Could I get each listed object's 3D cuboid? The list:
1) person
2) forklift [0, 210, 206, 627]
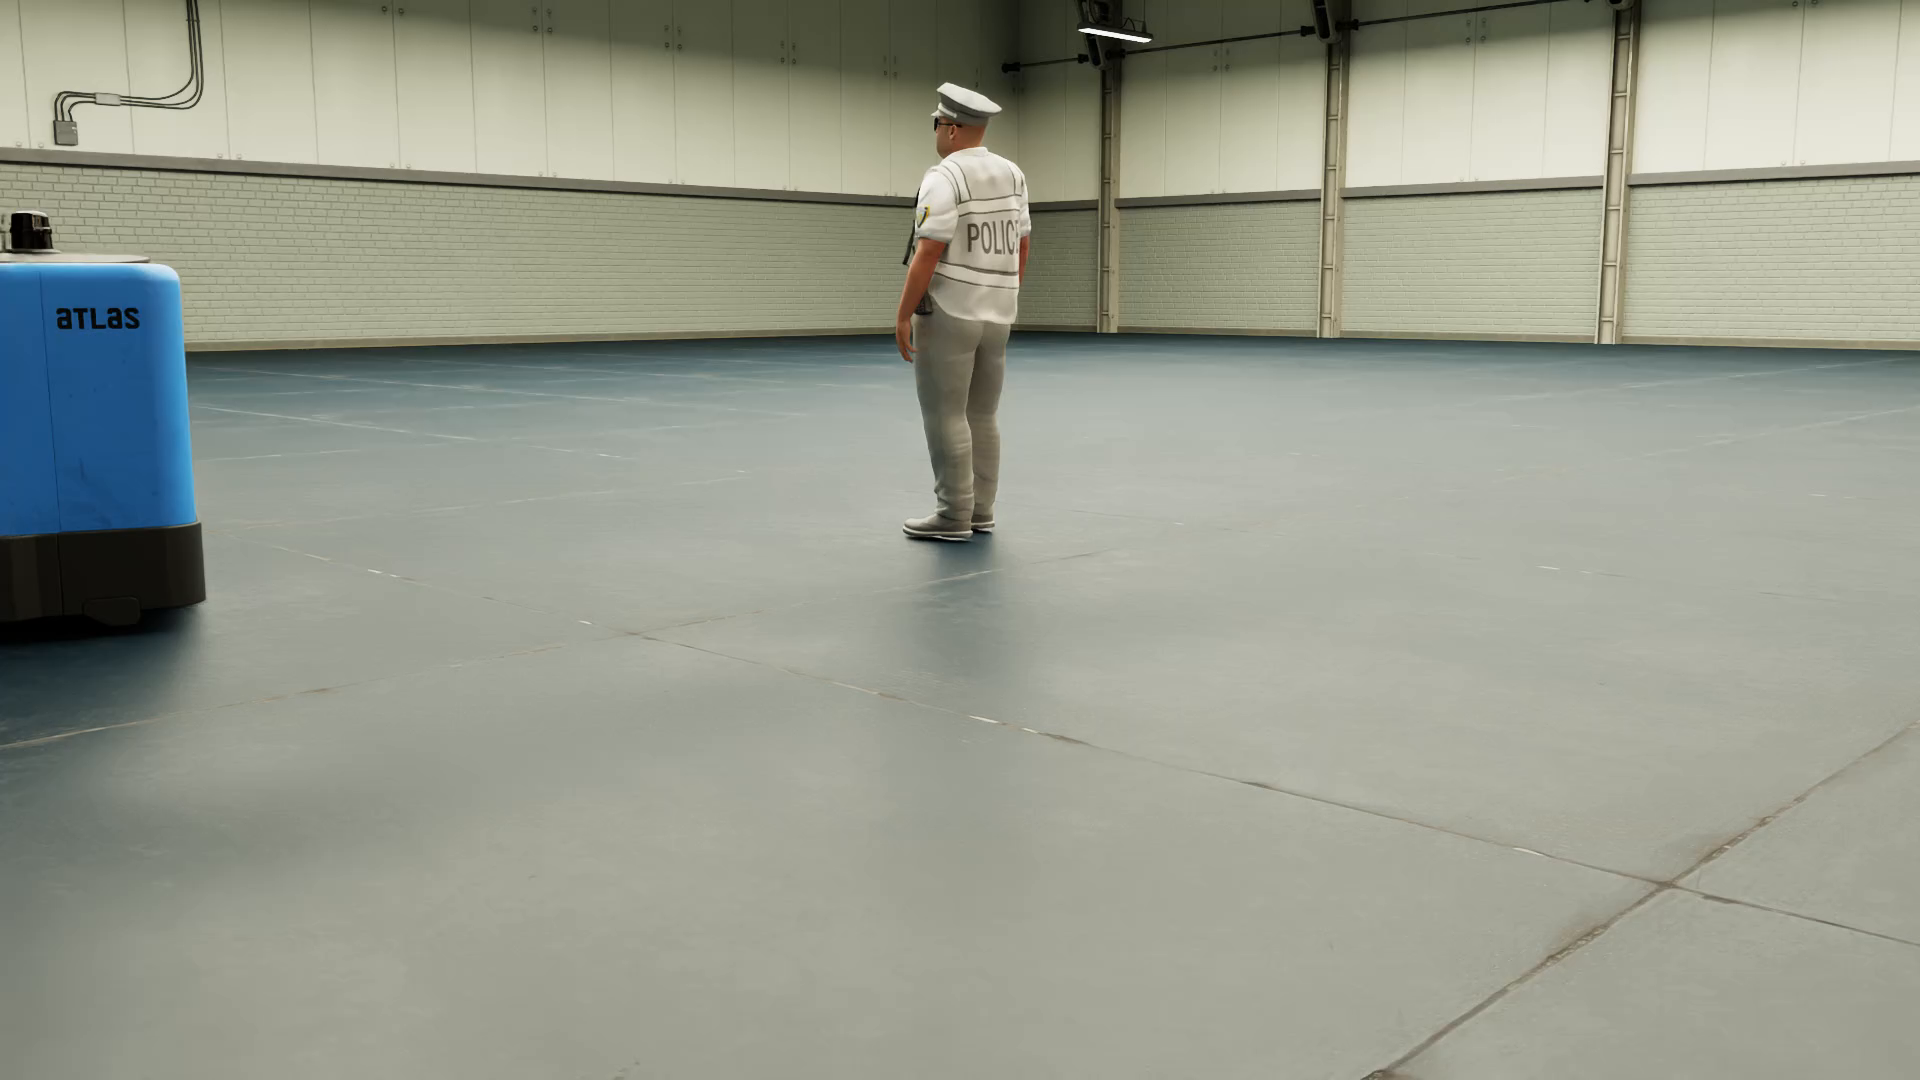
[{"bbox_3d":[-0.048,-0.898,6.645,0.574,1.780,0.641,8,12,43],"label":"person"},{"bbox_3d":[-3.826,-1.152,4.522,3.031,2.935,1.130,-4,10,-27],"label":"forklift"}]
